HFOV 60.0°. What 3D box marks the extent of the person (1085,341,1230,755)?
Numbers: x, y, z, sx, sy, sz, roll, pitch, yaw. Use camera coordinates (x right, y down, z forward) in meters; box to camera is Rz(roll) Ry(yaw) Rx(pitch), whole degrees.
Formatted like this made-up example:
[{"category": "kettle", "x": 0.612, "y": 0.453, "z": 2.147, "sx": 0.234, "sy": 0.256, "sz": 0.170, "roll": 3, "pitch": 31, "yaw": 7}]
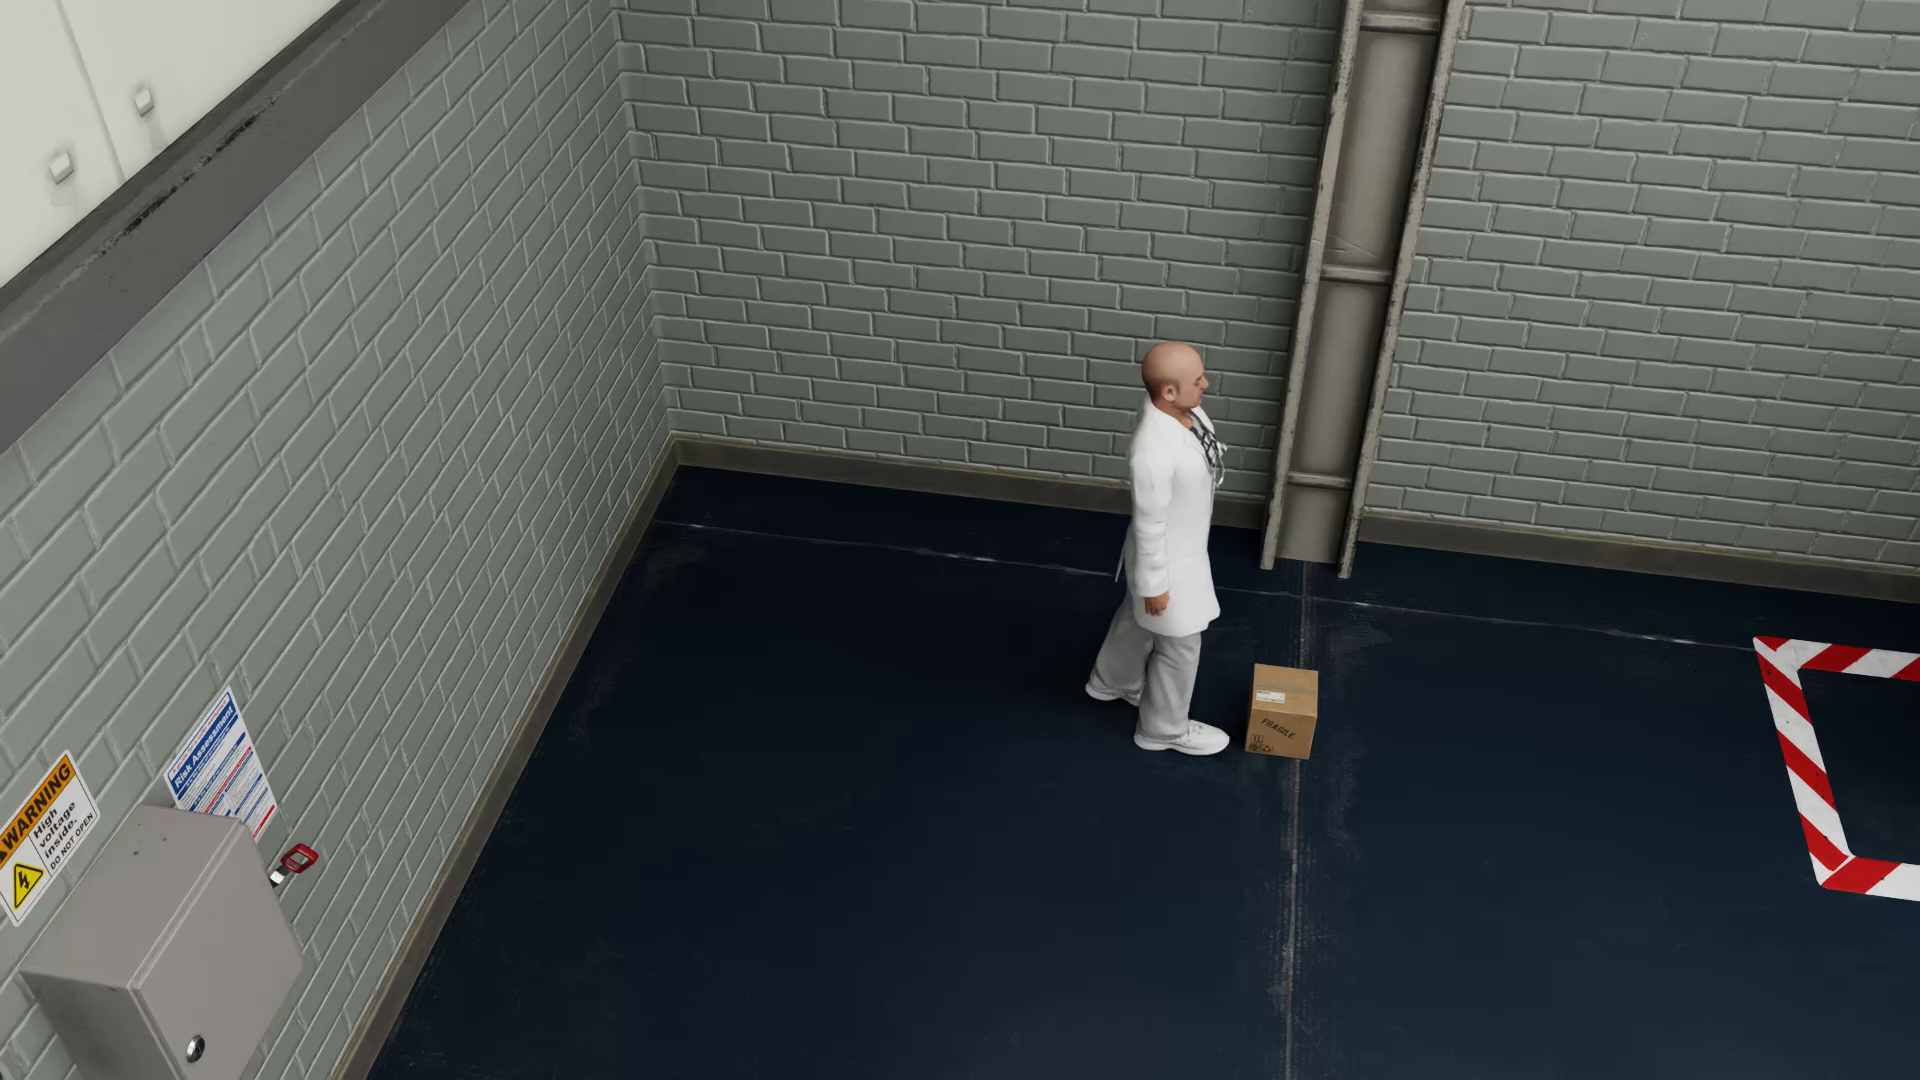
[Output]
[{"category": "person", "x": 0.789, "y": 0.038, "z": 6.133, "sx": 0.596, "sy": 1.788, "sz": 0.587, "roll": 7, "pitch": 40, "yaw": 8}]
